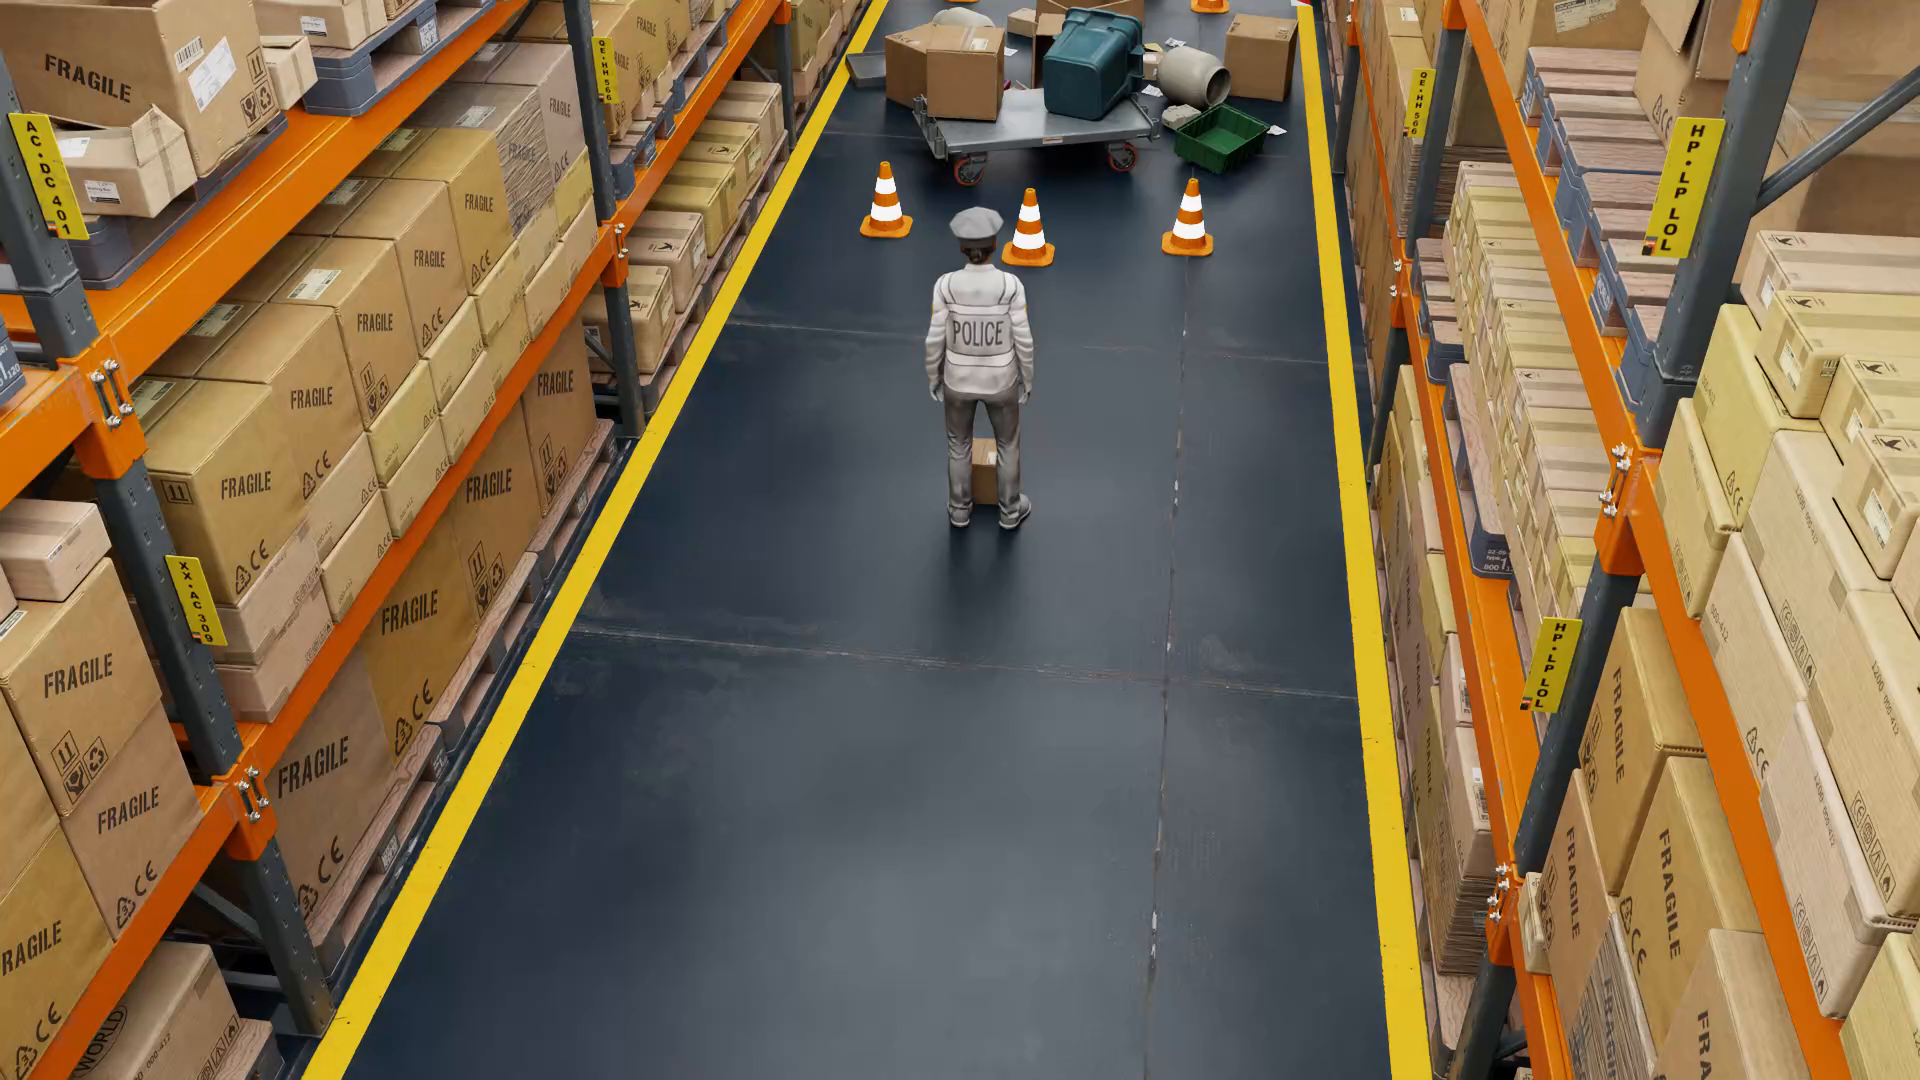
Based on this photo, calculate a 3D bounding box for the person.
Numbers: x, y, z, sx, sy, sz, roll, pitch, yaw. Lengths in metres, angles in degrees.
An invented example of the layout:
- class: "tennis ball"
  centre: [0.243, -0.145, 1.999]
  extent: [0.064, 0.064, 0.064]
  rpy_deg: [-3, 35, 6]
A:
- class: "person"
  centre: [0.098, -0.785, 8.104]
  extent: [0.530, 1.661, 0.376]
  rpy_deg: [3, 36, 4]
